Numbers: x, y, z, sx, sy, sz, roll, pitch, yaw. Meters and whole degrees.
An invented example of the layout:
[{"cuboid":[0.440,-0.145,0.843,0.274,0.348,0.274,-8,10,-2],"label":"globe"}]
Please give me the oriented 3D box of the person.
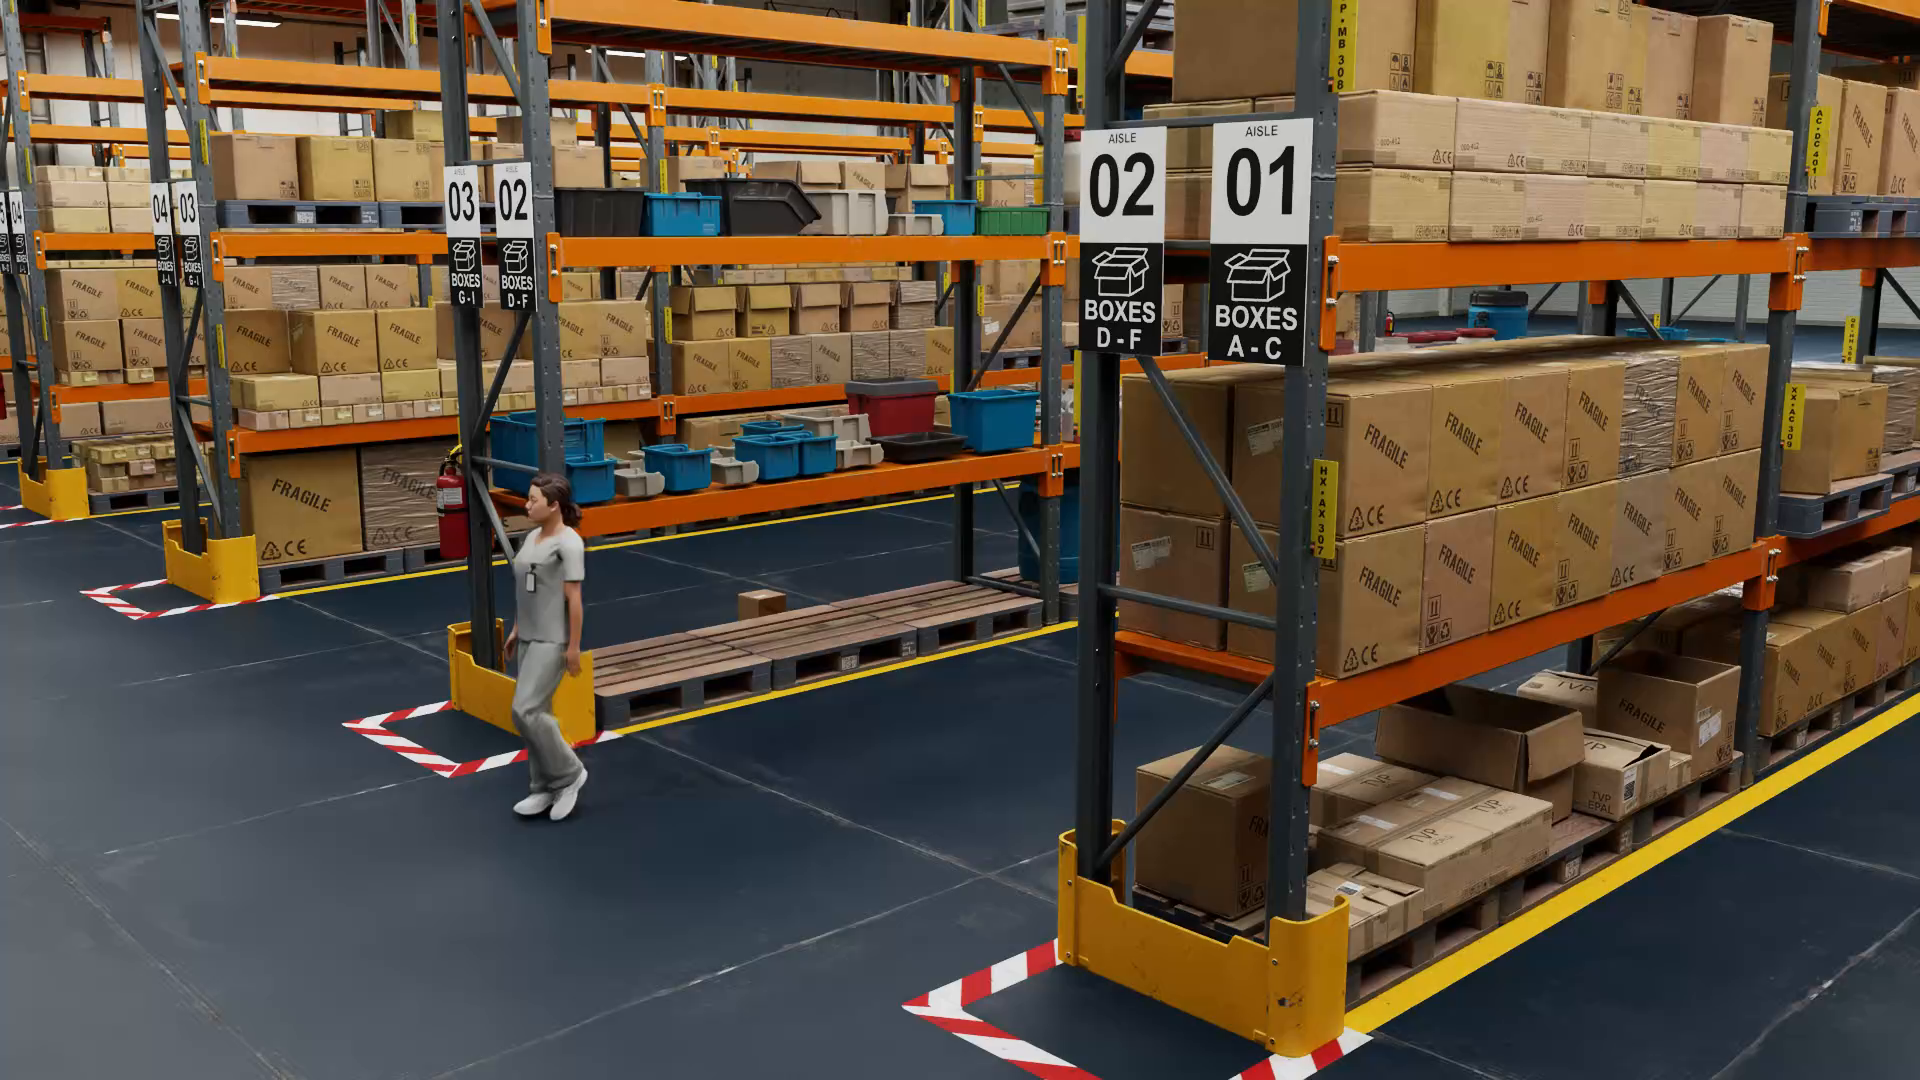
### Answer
[{"cuboid":[-2.045,0.512,8.131,0.492,1.674,0.493,-9,14,-41],"label":"person"}]
